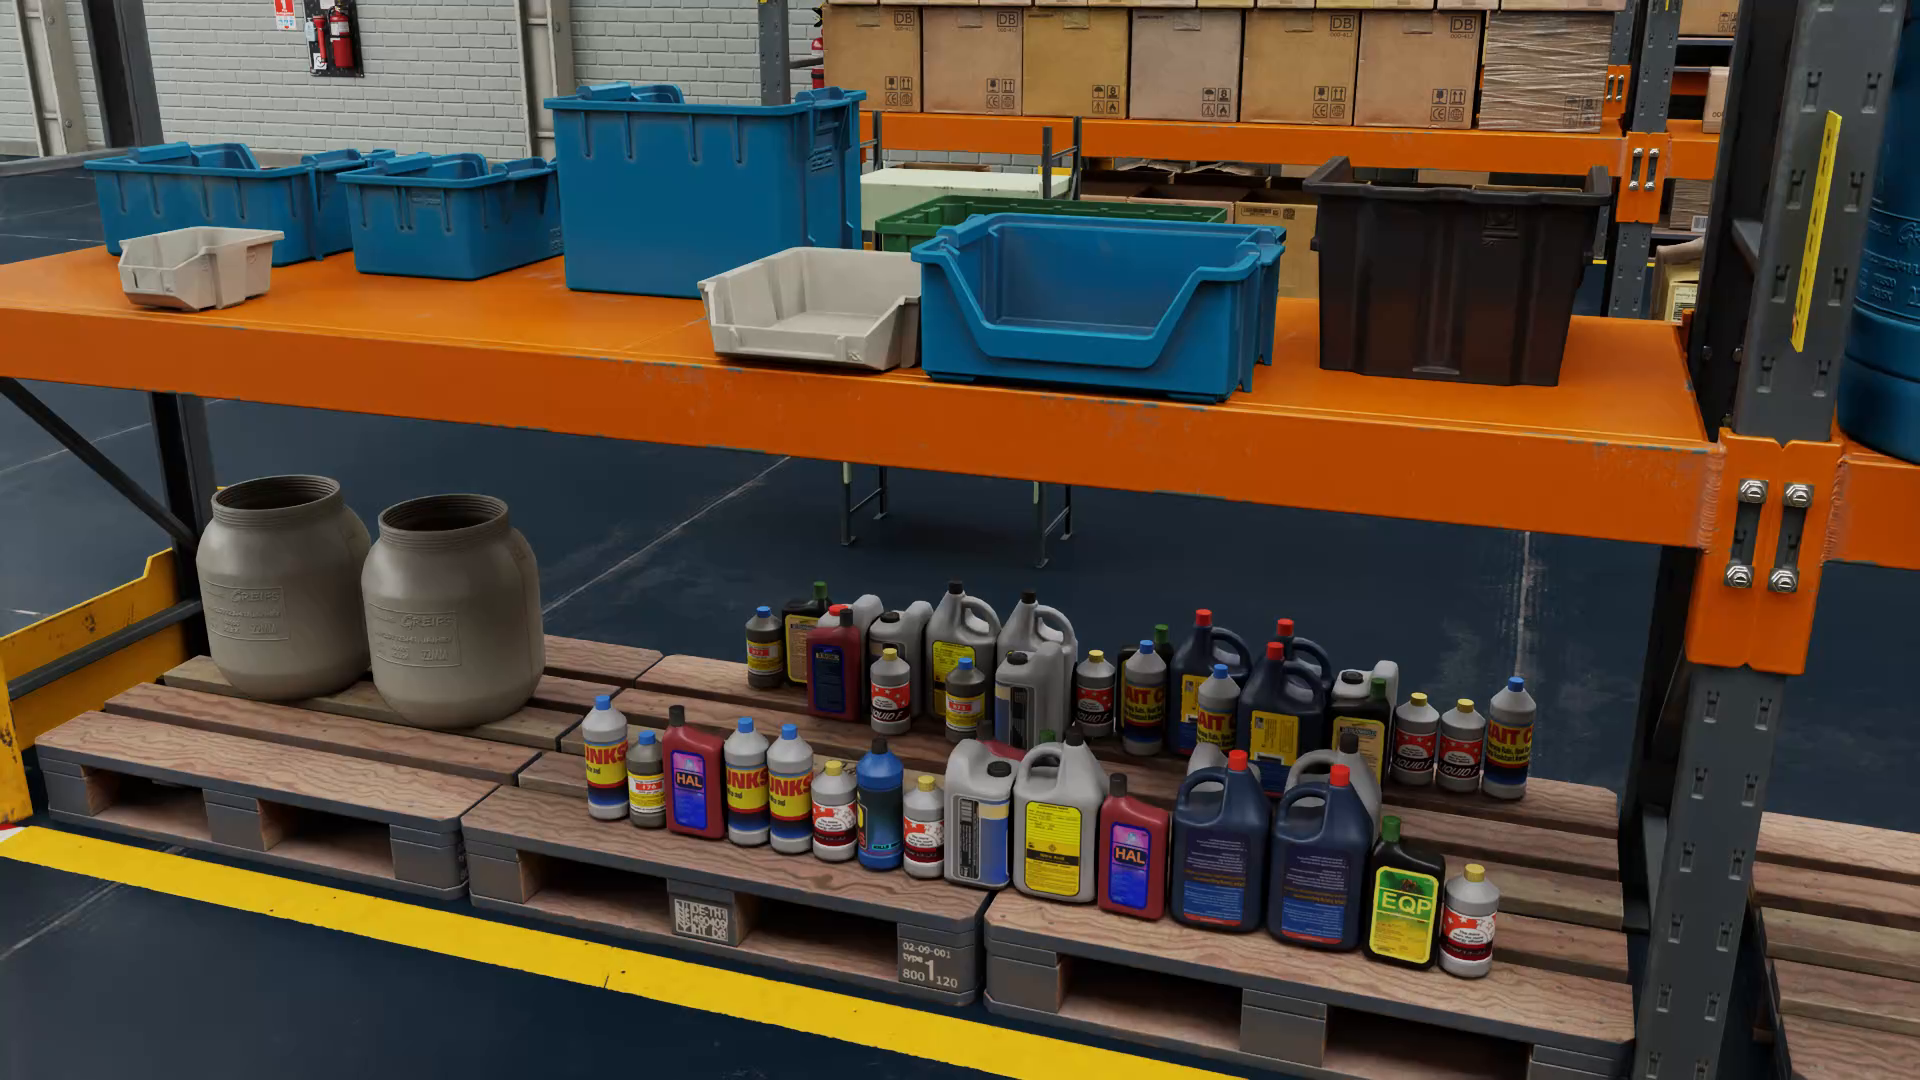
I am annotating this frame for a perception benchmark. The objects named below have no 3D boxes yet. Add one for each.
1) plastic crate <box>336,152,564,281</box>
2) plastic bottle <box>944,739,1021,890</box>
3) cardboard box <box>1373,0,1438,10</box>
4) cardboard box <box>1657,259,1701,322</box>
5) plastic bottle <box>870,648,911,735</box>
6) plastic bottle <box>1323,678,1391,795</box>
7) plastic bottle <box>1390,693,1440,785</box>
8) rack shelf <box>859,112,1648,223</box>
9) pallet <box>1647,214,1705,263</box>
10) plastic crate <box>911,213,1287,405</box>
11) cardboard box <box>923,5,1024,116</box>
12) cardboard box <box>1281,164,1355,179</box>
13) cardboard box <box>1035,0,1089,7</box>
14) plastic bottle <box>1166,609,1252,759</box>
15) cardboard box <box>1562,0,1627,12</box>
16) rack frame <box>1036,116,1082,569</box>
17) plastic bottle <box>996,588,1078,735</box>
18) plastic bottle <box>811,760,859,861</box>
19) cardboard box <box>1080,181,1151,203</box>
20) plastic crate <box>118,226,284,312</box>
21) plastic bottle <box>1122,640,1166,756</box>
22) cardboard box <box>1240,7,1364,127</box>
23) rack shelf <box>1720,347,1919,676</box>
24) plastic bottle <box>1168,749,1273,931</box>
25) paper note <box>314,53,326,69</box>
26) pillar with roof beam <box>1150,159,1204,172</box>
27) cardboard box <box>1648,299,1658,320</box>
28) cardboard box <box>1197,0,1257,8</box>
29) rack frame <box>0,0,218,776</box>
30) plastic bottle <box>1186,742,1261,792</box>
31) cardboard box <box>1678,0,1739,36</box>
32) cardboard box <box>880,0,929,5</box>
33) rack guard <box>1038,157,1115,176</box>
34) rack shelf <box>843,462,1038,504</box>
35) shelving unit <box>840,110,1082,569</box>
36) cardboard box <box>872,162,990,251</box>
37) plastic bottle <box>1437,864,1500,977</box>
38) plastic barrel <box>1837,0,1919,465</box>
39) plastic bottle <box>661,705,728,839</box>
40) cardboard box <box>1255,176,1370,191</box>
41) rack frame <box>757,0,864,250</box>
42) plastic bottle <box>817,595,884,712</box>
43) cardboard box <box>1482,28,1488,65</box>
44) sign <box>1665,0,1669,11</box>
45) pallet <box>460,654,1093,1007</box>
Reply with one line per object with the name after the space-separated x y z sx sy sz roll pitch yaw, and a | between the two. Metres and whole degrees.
-1.203 -0.800 4.041 0.408 0.251 0.499 7 20 18 | plastic crate
0.052 0.552 3.404 0.135 0.276 0.152 7 20 19 | plastic bottle
1.966 -2.410 7.297 0.250 0.149 0.380 6 20 18 | cardboard box
3.331 -1.054 7.230 0.500 0.311 0.500 7 20 18 | cardboard box
-0.170 0.364 4.059 0.097 0.201 0.097 0 19 0 | plastic bottle
0.887 0.439 3.717 0.133 0.283 0.061 7 20 18 | plastic bottle
1.044 0.449 3.813 0.097 0.201 0.097 0 19 0 | plastic bottle
1.133 -1.888 8.027 4.000 0.370 1.077 7 20 18 | rack shelf
5.380 -2.152 11.928 1.213 0.211 1.003 7 20 18 | pallet
0.259 -0.436 2.997 0.616 0.251 0.499 7 20 18 | plastic crate
0.178 -2.381 8.198 0.500 0.500 0.700 7 20 19 | cardboard box
2.705 -2.752 12.544 0.500 0.500 0.700 5 20 15 | cardboard box
0.520 -2.577 7.773 0.250 0.149 0.380 6 20 16 | cardboard box
0.589 0.335 3.914 0.185 0.351 0.144 6 20 16 | plastic bottle
2.695 -2.328 7.059 0.250 0.149 0.380 7 20 18 | cardboard box
0.339 -0.669 5.718 0.023 1.500 0.400 7 20 18 | rack frame
0.187 0.289 4.046 0.185 0.351 0.144 6 20 18 | plastic bottle
-0.263 0.561 3.492 0.097 0.201 0.097 0 19 0 | plastic bottle
0.627 -1.467 8.127 0.500 0.500 0.500 7 20 18 | cardboard box
-1.645 -0.582 3.591 0.250 0.136 0.298 7 20 18 | plastic crate
0.437 0.368 3.940 0.097 0.271 0.097 0 19 0 | plastic bottle
1.628 -2.215 7.721 0.500 0.500 0.700 7 20 19 | cardboard box
3.282 0.084 2.371 4.000 0.370 1.077 7 20 18 | rack shelf
0.509 0.571 3.238 0.185 0.351 0.144 5 20 15 | plastic bottle
-6.323 -4.729 16.424 0.142 0.148 0.016 7 20 18 | paper note
0.398 -5.672 8.676 0.400 9.000 9.100 7 20 18 | pillar with roof beam
3.509 -0.957 7.803 0.500 0.250 0.500 6 20 18 | cardboard box
1.244 -2.493 7.534 0.250 0.149 0.380 7 20 20 | cardboard box
-2.385 -0.904 4.111 0.127 3.000 1.000 7 20 18 | rack frame
0.534 0.557 3.390 0.135 0.276 0.152 7 20 18 | plastic bottle
5.114 -3.741 11.432 0.500 0.500 0.700 7 20 18 | cardboard box
-0.206 -2.660 8.012 0.250 0.149 0.380 6 20 17 | cardboard box
0.938 -2.795 13.336 0.348 0.500 1.175 7 20 18 | rack guard
-0.006 -0.401 5.939 0.720 0.370 0.431 7 20 18 | rack shelf
-0.006 -0.709 5.831 0.755 1.500 0.431 7 20 18 | shelving unit
-0.152 -1.732 8.888 0.500 0.500 0.500 7 20 18 | cardboard box
0.948 0.700 3.095 0.097 0.201 0.097 0 19 0 | plastic bottle
1.659 -0.572 2.399 0.708 0.901 0.600 7 20 18 | plastic barrel
-0.567 0.494 3.560 0.133 0.283 0.061 7 20 19 | plastic bottle
1.742 -1.521 8.282 0.500 0.500 0.500 7 20 18 | cardboard box
-0.756 -2.443 8.529 0.127 3.000 1.000 7 20 18 | rack frame
-0.277 0.273 4.207 0.135 0.276 0.152 7 20 18 | plastic bottle
3.630 -3.504 11.768 0.500 0.250 0.500 7 20 18 | cardboard box
2.842 -2.285 6.638 0.005 0.325 0.100 7 20 18 | sign
-0.384 0.628 3.953 1.213 0.211 1.003 7 20 18 | pallet
